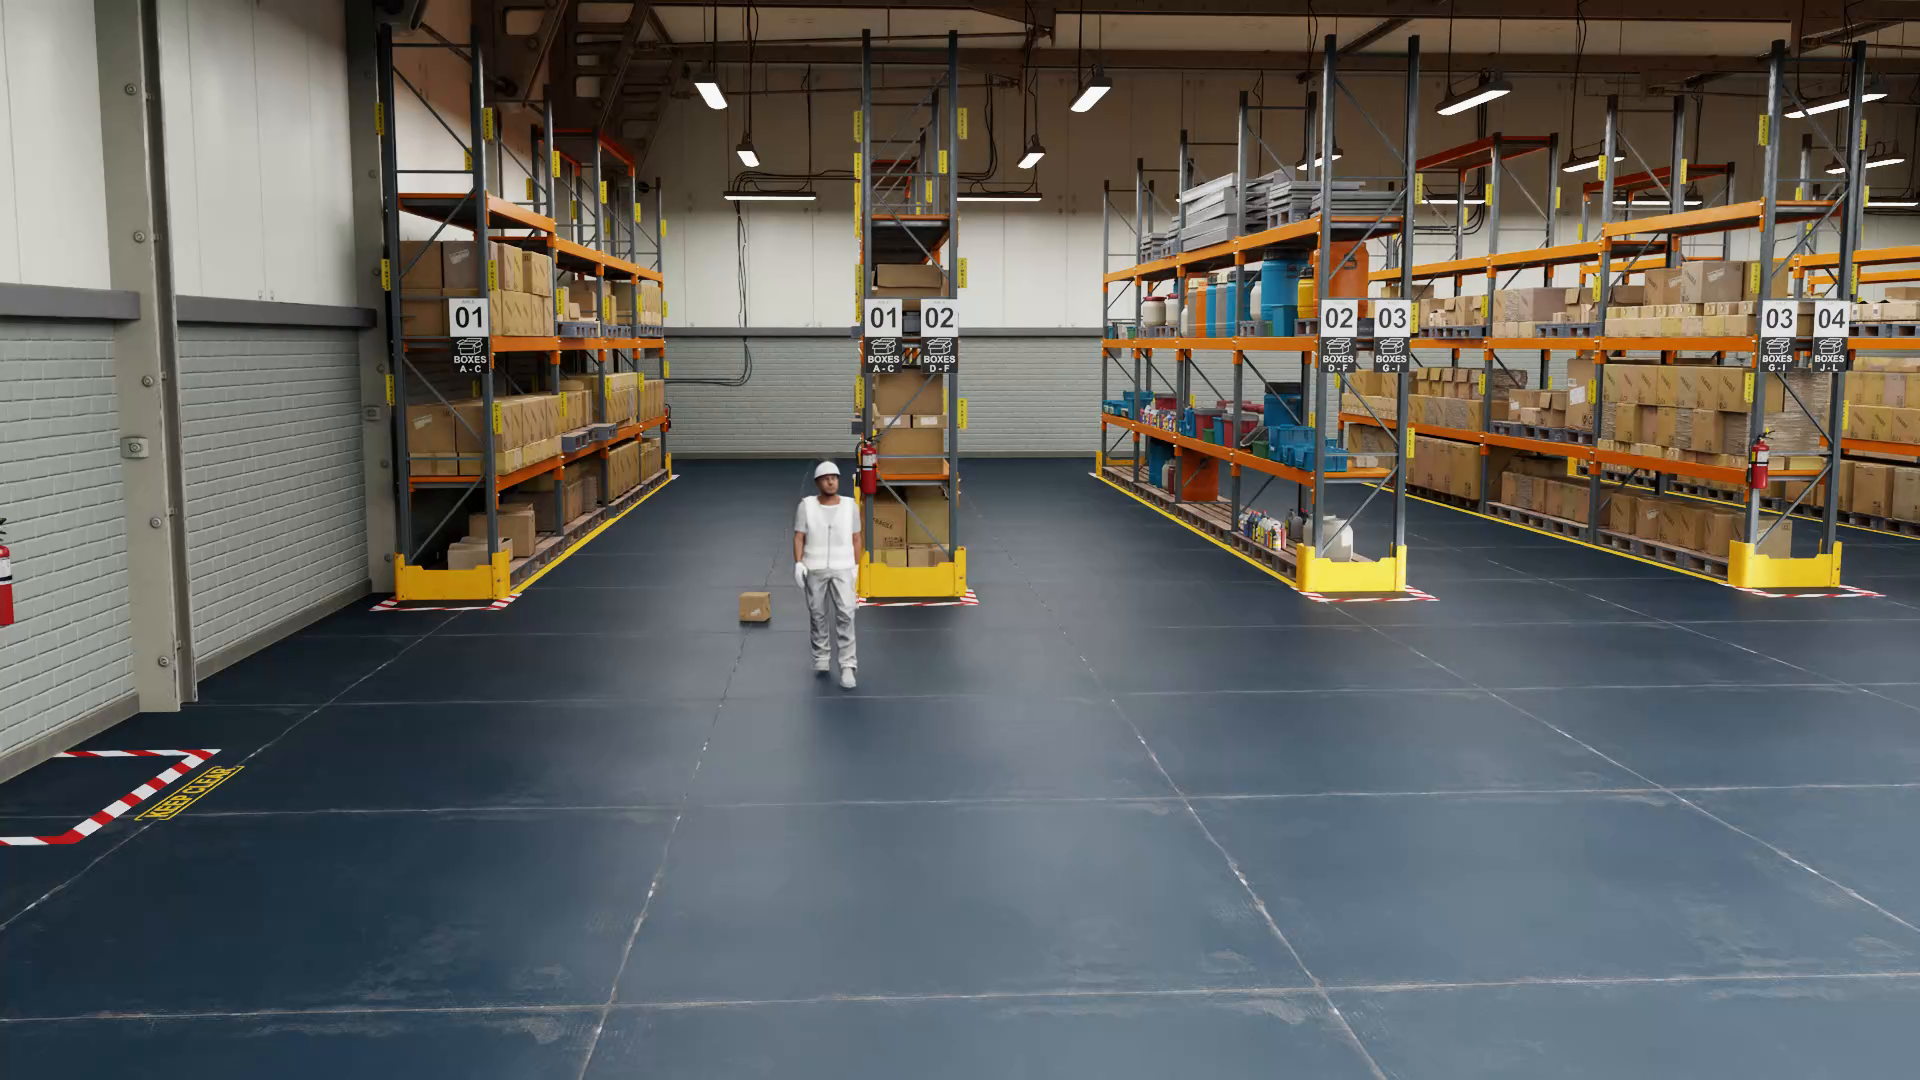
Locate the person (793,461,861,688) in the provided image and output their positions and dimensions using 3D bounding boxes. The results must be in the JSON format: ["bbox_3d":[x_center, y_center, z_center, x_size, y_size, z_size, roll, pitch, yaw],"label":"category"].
[{"bbox_3d":[-1.064,0.251,13.408,0.553,1.755,0.897,-1,7,-5],"label":"person"}]
